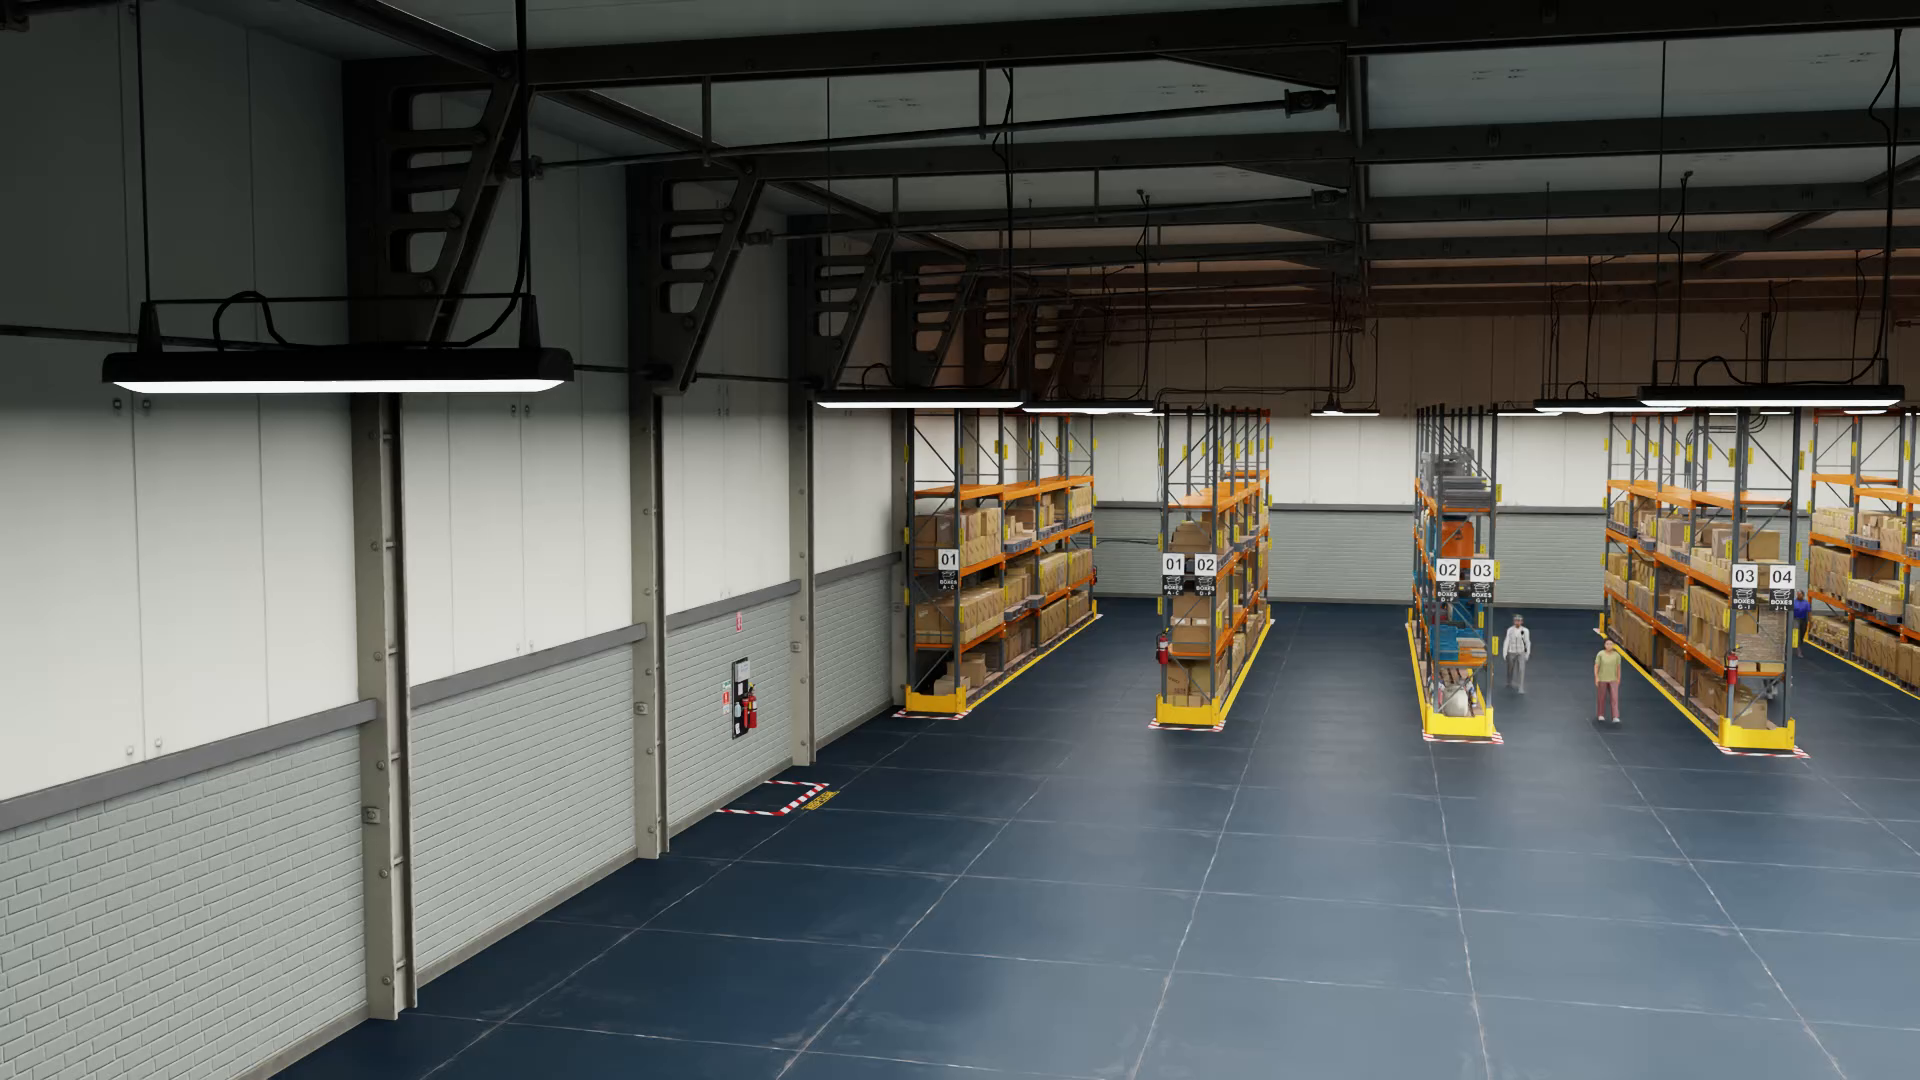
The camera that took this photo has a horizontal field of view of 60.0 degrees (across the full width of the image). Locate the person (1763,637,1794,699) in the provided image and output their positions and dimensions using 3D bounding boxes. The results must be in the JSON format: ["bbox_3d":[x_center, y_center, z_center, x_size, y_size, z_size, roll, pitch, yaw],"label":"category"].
[{"bbox_3d":[16.563,2.427,33.851,0.753,1.665,0.684,2,4,22],"label":"person"}]

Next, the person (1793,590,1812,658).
[{"bbox_3d":[20.236,2.000,40.021,0.435,1.581,1.021,1,4,13],"label":"person"}]

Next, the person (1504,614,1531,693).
[{"bbox_3d":[11.685,2.348,34.898,0.546,1.622,1.049,1,4,13],"label":"person"}]

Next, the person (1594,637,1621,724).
[{"bbox_3d":[12.118,2.632,31.102,0.481,1.612,1.055,1,4,18],"label":"person"}]
